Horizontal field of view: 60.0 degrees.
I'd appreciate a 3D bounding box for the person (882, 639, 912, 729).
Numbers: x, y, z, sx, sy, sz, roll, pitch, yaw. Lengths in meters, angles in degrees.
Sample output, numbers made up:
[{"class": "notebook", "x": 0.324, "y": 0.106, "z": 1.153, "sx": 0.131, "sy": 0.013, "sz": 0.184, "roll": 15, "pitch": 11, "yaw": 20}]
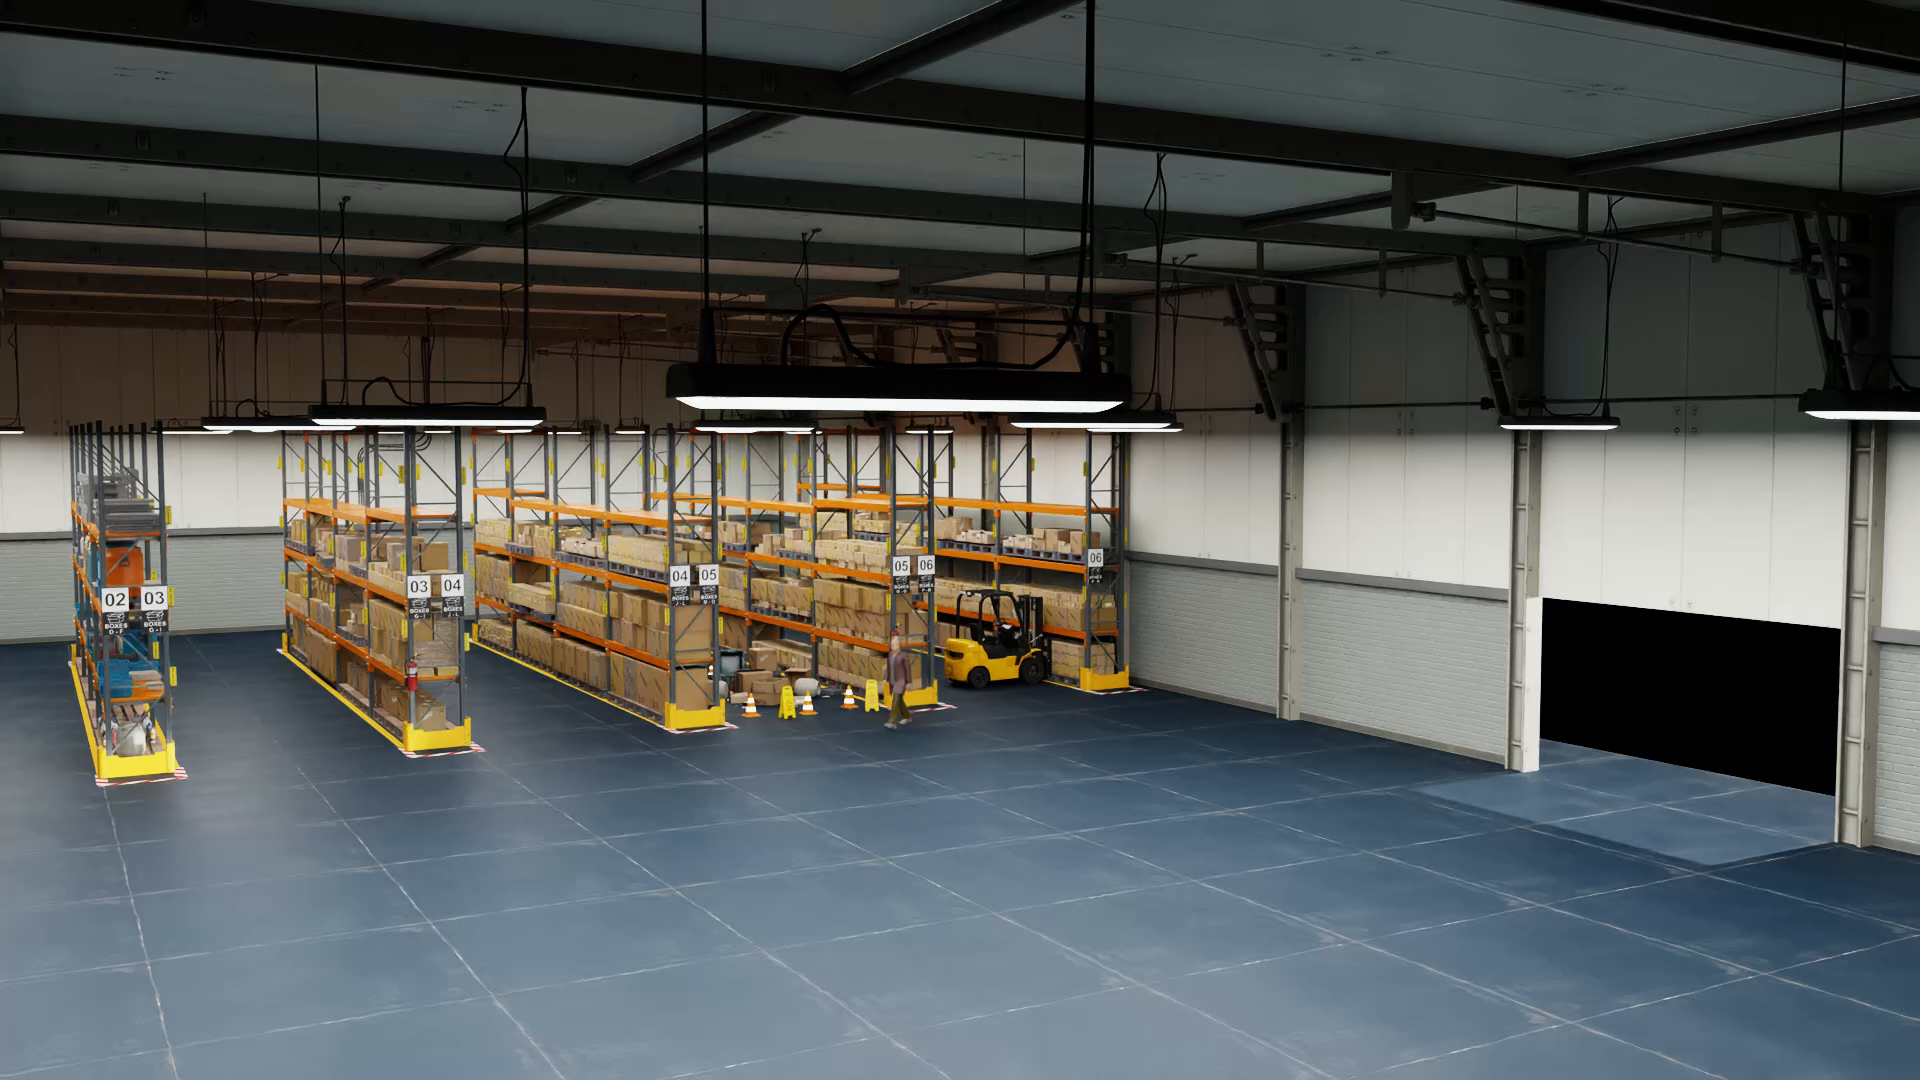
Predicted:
[{"class": "person", "x": -1.262, "y": 2.824, "z": 32.824, "sx": 0.955, "sy": 1.753, "sz": 0.586, "roll": -3, "pitch": 5, "yaw": -41}]
